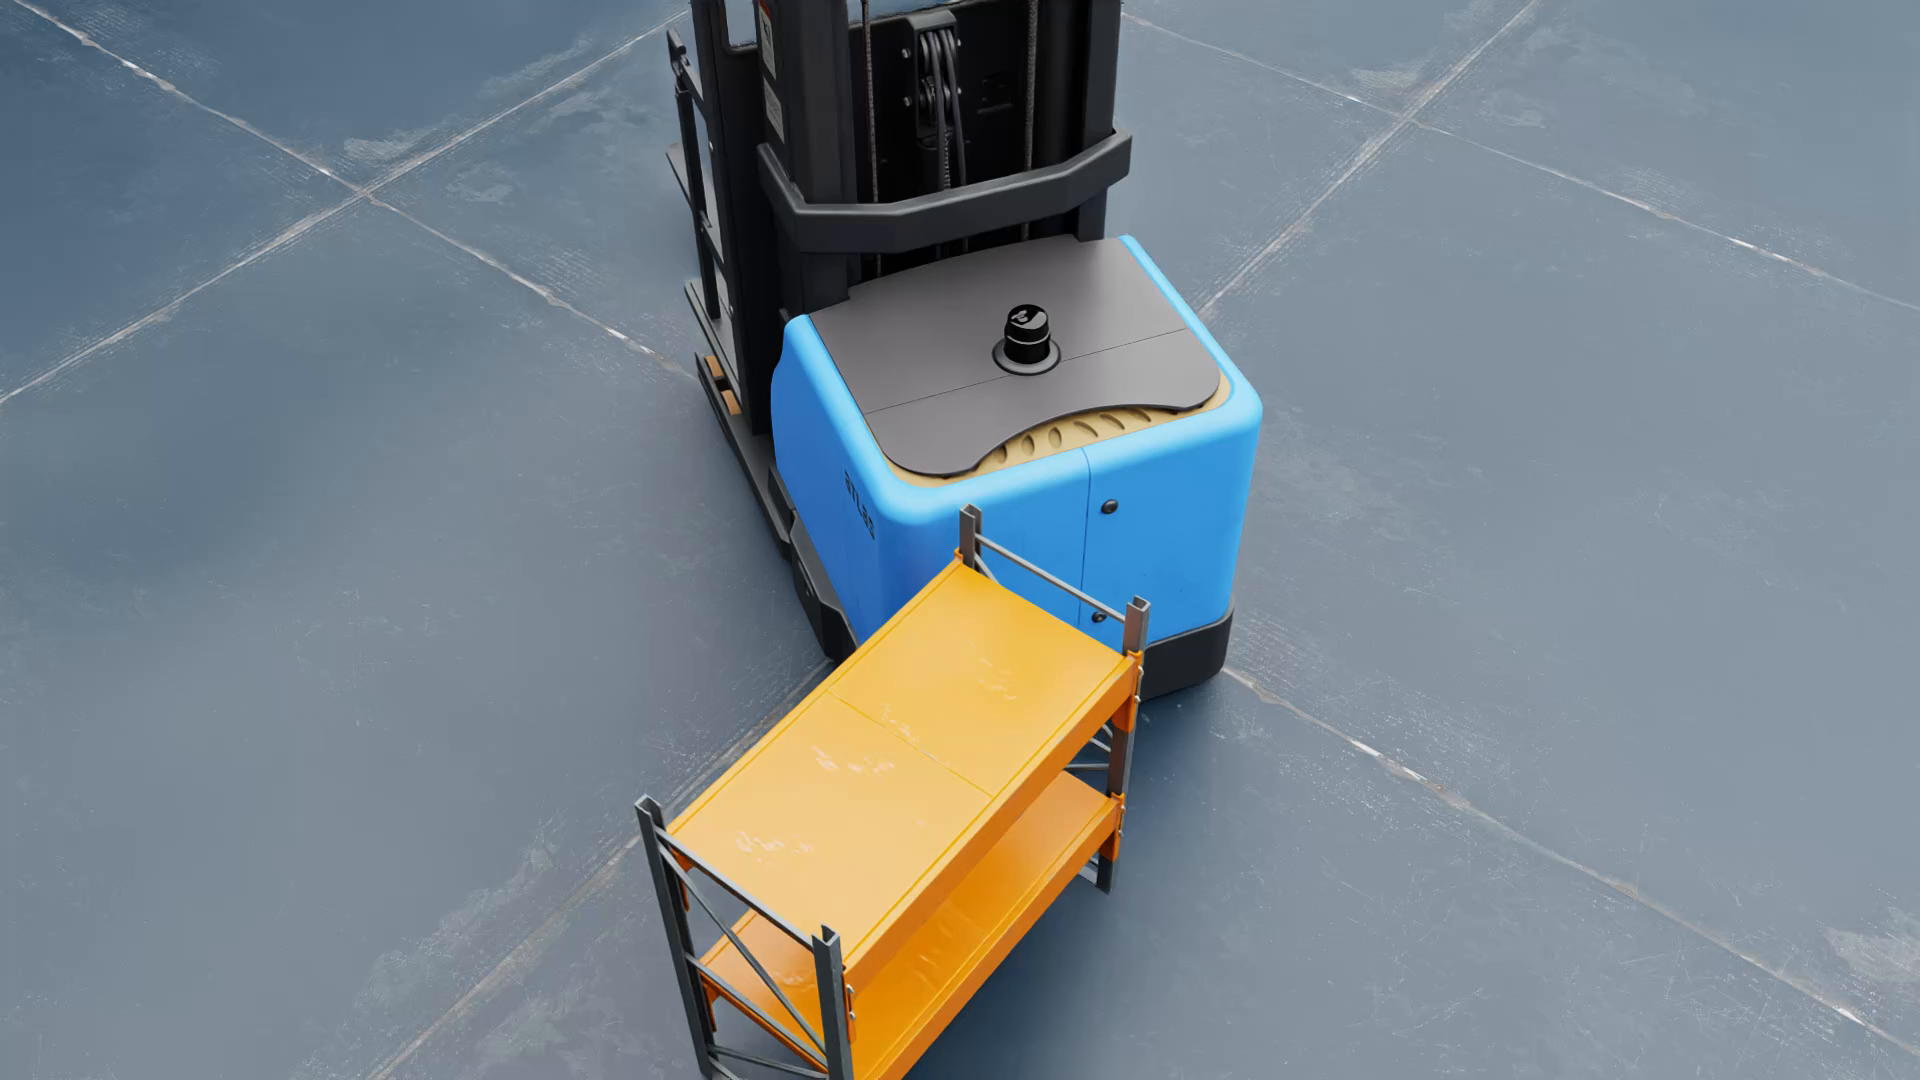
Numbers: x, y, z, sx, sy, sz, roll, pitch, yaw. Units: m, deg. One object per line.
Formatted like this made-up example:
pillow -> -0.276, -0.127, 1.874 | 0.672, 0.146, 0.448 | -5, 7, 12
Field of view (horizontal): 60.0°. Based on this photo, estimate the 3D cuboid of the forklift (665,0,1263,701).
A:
forklift -> -0.251, -1.462, 4.620 | 1.130, 2.935, 3.031 | -16, 48, -15

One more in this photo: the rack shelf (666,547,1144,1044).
rack shelf -> -0.109, 0.509, 3.581 | 0.538, 0.278, 1.000 | 30, 53, 25

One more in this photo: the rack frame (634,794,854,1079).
rack frame -> -0.423, 1.001, 3.516 | 0.500, 1.125, 0.032 | 30, 53, 25

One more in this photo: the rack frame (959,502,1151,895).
rack frame -> 0.204, 0.422, 4.069 | 0.500, 1.125, 0.032 | 30, 53, 25

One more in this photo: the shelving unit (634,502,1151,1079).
shelving unit -> -0.109, 0.711, 3.793 | 0.538, 1.125, 1.048 | 30, 53, 25

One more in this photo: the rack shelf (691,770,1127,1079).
rack shelf -> -0.109, 0.880, 3.969 | 0.538, 0.278, 1.000 | 30, 53, 25
